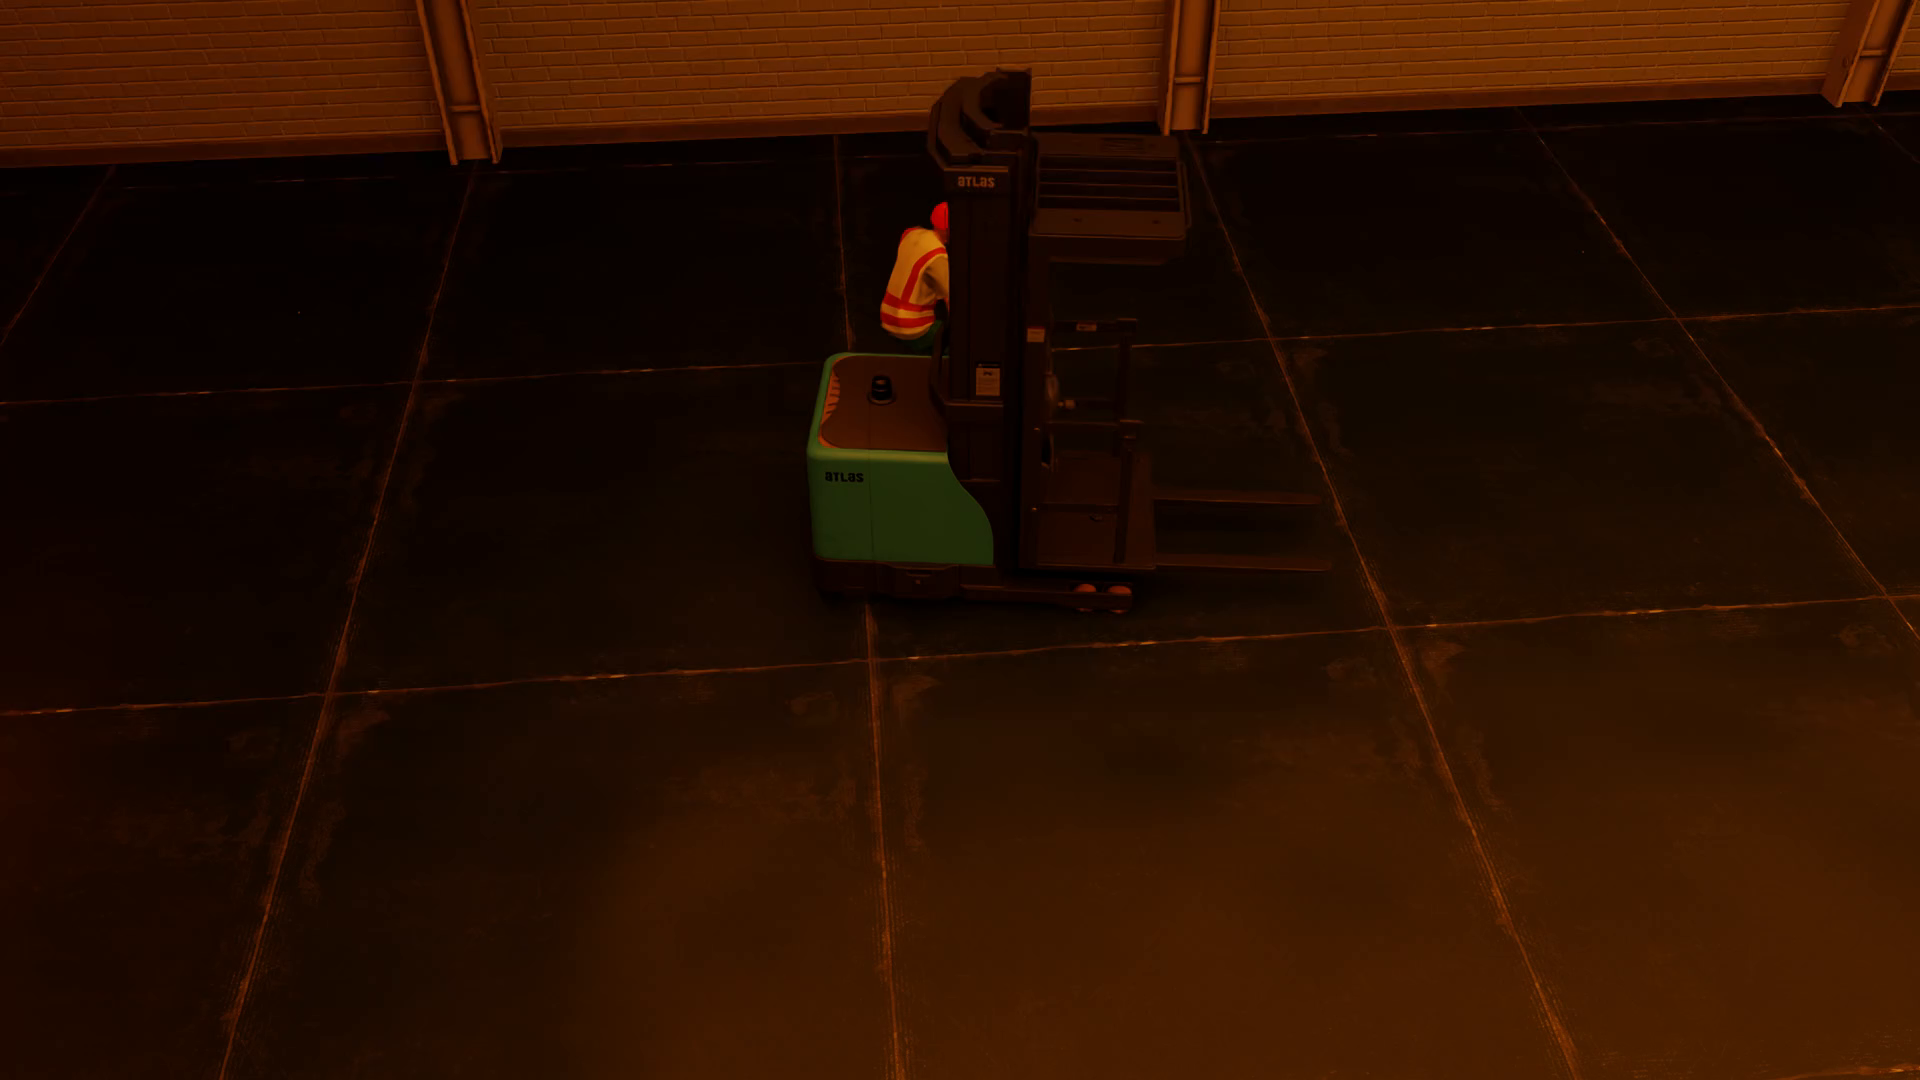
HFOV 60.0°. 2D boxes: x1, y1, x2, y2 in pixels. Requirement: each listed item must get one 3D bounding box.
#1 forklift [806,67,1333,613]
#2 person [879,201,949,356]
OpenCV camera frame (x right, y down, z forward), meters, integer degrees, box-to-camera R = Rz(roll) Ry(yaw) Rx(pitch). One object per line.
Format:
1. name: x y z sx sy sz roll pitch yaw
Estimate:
1. forklift: 0.673 -1.047 9.161 3.031 2.935 1.130 2 41 3
2. person: 0.008 -1.429 10.662 0.934 1.501 1.187 -22 45 -24
